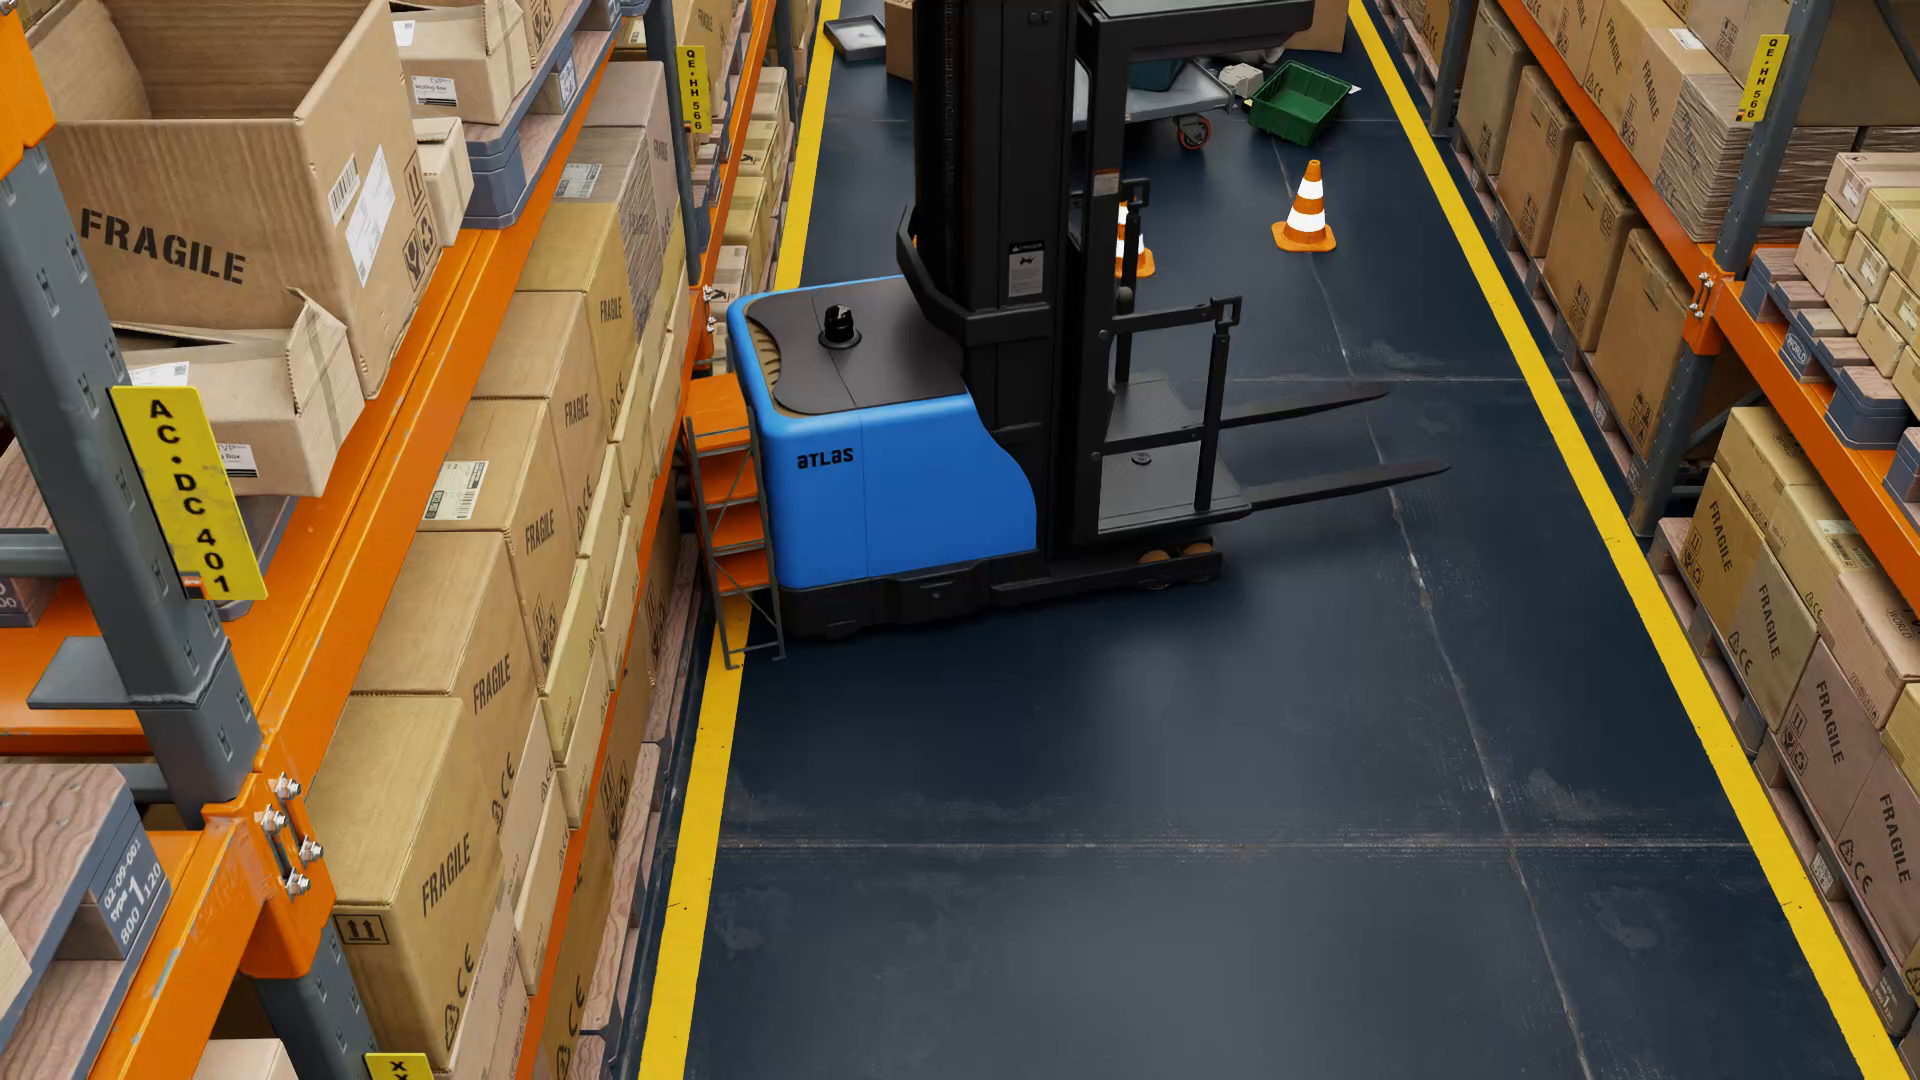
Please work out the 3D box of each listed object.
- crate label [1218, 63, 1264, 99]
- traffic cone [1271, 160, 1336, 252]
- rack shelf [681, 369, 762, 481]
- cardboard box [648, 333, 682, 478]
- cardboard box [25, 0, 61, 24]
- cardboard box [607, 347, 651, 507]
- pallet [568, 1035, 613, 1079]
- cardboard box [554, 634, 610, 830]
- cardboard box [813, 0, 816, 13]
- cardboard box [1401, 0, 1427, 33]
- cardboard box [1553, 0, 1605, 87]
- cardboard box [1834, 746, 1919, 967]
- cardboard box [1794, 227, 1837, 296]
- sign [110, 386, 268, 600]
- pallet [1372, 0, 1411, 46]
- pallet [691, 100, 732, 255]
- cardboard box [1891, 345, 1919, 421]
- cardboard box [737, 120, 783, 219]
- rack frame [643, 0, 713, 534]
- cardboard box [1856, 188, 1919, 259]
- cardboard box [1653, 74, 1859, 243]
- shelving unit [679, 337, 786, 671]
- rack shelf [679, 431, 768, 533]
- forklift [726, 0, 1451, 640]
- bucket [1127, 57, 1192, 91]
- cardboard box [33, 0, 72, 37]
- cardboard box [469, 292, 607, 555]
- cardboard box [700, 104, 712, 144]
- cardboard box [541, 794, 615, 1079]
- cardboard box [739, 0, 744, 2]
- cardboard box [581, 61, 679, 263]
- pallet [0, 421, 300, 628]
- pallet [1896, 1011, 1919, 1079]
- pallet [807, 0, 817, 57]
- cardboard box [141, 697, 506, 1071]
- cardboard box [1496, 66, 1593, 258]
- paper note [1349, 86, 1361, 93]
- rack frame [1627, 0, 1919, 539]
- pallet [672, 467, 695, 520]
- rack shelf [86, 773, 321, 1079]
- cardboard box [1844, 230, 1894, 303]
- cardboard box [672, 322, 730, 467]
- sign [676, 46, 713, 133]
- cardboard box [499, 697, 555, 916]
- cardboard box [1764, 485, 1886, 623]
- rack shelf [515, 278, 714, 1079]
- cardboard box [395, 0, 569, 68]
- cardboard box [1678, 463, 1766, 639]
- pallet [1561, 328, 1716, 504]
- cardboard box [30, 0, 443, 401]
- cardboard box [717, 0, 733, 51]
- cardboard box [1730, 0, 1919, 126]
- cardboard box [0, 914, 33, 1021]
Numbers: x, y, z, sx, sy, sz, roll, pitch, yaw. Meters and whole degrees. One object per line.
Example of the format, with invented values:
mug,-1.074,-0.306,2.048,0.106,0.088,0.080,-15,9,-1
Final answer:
crate label,1.842,-3.016,10.904,0.298,0.136,0.250,-28,46,-30
traffic cone,1.936,-1.887,9.234,0.336,0.463,0.334,0,39,0
rack shelf,-0.910,-0.433,6.191,0.258,0.148,0.480,-11,39,-11
cardboard box,-1.224,-0.454,5.538,0.500,0.250,0.500,1,39,1
cardboard box,-6.163,-3.547,10.741,0.500,0.250,0.500,0,39,0
cardboard box,-1.221,-0.341,4.997,0.500,0.250,0.500,-1,39,-1
pallet,-1.572,1.959,4.637,1.003,0.211,1.213,0,39,0
cardboard box,-1.219,0.492,4.357,0.500,0.250,0.500,0,39,0
cardboard box,-1.251,-3.775,11.425,0.500,0.250,0.500,-1,39,-1
cardboard box,3.509,-4.008,11.216,0.875,0.875,0.875,0,39,0
cardboard box,3.176,-2.481,7.867,0.500,0.500,0.500,1,39,1
cardboard box,3.205,0.994,5.274,0.500,0.500,0.500,-1,39,-1
cardboard box,3.248,-1.001,5.965,0.380,0.149,0.250,-1,39,-1
sign,-0.941,-0.051,2.040,0.100,0.325,0.005,0,39,0
pallet,3.518,-3.869,11.909,1.003,0.211,1.213,0,39,0
pallet,-1.608,-1.519,6.900,1.213,0.211,1.003,0,39,0
cardboard box,3.251,-0.496,5.335,0.380,0.149,0.250,2,39,2
cardboard box,-1.498,-2.011,9.126,0.950,0.372,0.625,2,39,3
rack frame,-1.500,-1.148,6.284,1.000,3.000,0.127,0,39,0
cardboard box,3.259,-1.056,5.558,0.380,0.149,0.250,-1,39,-1
cardboard box,3.180,-1.536,6.688,0.500,0.500,0.500,0,39,0
shelving unit,-0.897,-0.124,6.434,0.258,1.200,0.503,-11,39,-11
rack shelf,-0.902,-0.247,6.337,0.258,0.148,0.480,-11,39,-11
forklift,0.610,-1.246,6.461,3.031,2.935,1.130,-10,40,-12
bucket,1.139,-3.116,10.141,0.726,0.611,0.620,13,50,15
cardboard box,-6.154,-3.355,10.901,0.500,0.250,0.500,-1,39,-1
cardboard box,-1.242,-0.306,4.354,0.500,0.500,0.500,-1,39,-1
cardboard box,-1.236,-1.765,6.919,0.380,0.149,0.250,-2,39,-3
cardboard box,-1.585,1.066,4.885,0.875,0.875,0.875,1,39,1
cardboard box,-1.242,-2.756,8.155,0.380,0.149,0.250,0,39,0
cardboard box,-1.238,-1.254,5.537,0.500,0.500,0.500,-1,39,-1
pallet,-1.546,-0.316,3.000,0.805,0.209,1.217,-1,39,-2
pallet,3.452,1.888,4.726,1.003,0.211,1.213,0,39,0
pallet,-1.545,-3.746,11.756,1.003,0.211,1.213,0,39,0
cardboard box,-1.209,0.649,3.163,0.500,0.500,0.500,0,39,0
cardboard box,3.533,-2.011,8.824,1.050,0.750,0.750,0,39,0
paper note,2.539,-2.978,10.941,0.147,0.020,0.142,-28,46,-30
rack frame,3.449,-1.215,6.368,1.000,3.000,0.127,0,39,0
pallet,-1.500,-0.549,7.766,1.003,0.211,1.213,0,39,0
rack shelf,-1.494,1.714,0.889,1.077,0.370,4.000,0,39,0
cardboard box,3.252,-0.925,5.633,0.380,0.149,0.250,2,39,2
cardboard box,-1.491,-0.640,7.416,0.950,0.372,0.625,-2,39,-3
sign,-0.945,-1.603,5.925,0.100,0.325,0.005,0,39,0
cardboard box,-1.243,0.615,3.804,0.500,0.250,0.500,1,39,1
cardboard box,3.209,0.052,5.849,0.500,0.250,0.500,0,39,-1
rack shelf,-1.498,0.383,4.949,1.077,0.370,4.000,0,39,0
cardboard box,-1.208,-1.420,3.809,0.500,0.500,0.500,0,39,0
cardboard box,3.195,0.039,6.466,0.500,0.500,0.500,-2,39,-2
pallet,3.524,-0.620,7.855,1.003,0.211,1.213,0,39,0
cardboard box,-1.207,-0.572,2.750,0.500,0.500,0.500,-1,39,-1
cardboard box,-1.284,-2.407,7.201,0.500,0.500,0.500,1,39,1
cardboard box,3.459,-1.925,6.374,0.700,0.500,0.500,0,39,0
cardboard box,-1.175,0.431,1.606,0.396,0.266,0.258,1,39,1
